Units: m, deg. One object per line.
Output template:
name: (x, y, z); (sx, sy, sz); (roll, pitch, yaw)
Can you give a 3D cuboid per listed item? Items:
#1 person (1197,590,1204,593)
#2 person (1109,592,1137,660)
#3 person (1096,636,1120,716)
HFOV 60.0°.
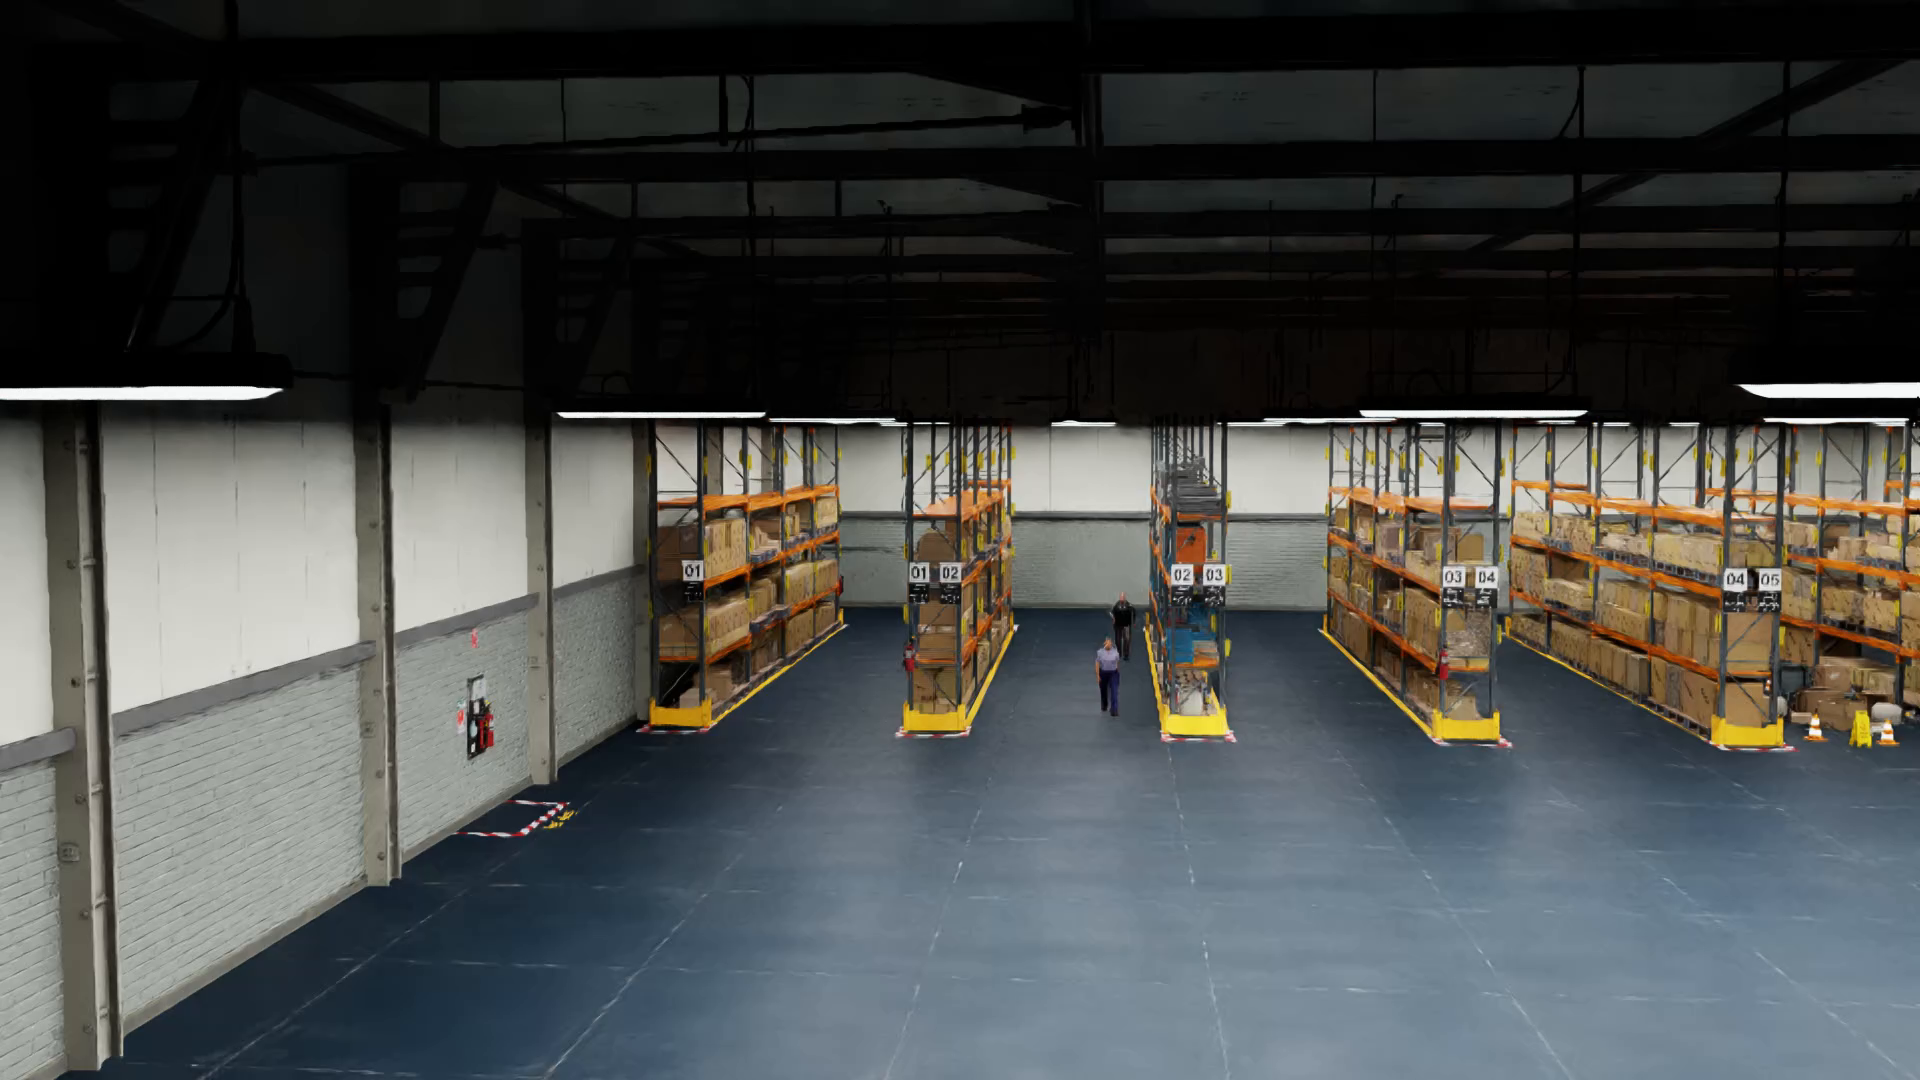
person: (7.433, 1.545, 50.329); (0.592, 1.604, 0.518); (0, 4, 3)
person: (4.030, 2.118, 41.252); (0.680, 1.658, 0.866); (1, 4, 10)
person: (2.947, 2.697, 33.228); (0.479, 1.553, 1.090); (0, 4, 7)
